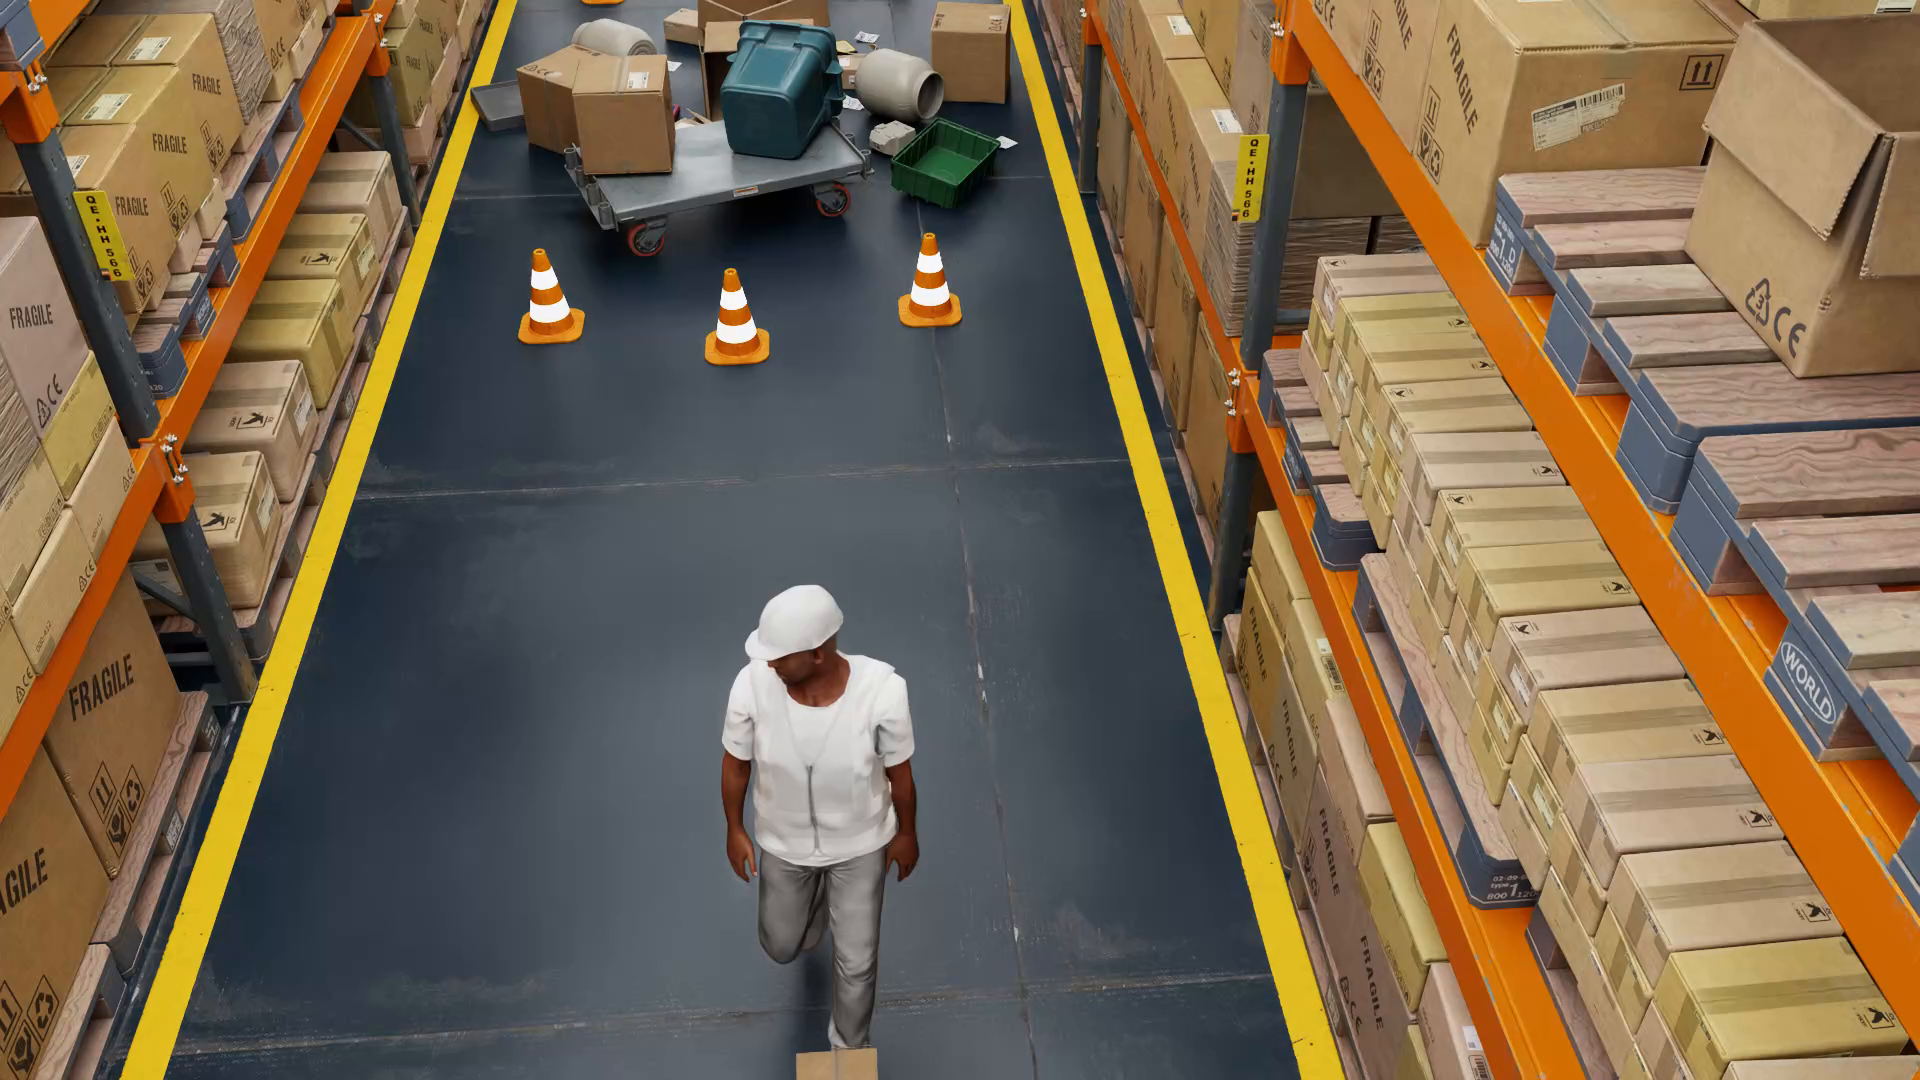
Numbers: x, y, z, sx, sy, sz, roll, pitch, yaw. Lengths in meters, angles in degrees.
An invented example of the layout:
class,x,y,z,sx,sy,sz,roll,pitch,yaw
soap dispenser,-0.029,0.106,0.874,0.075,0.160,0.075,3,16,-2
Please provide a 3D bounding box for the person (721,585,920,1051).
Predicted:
class,x,y,z,sx,sy,sz,roll,pitch,yaw
person,-0.430,0.926,5.036,0.603,1.716,0.844,1,39,2
